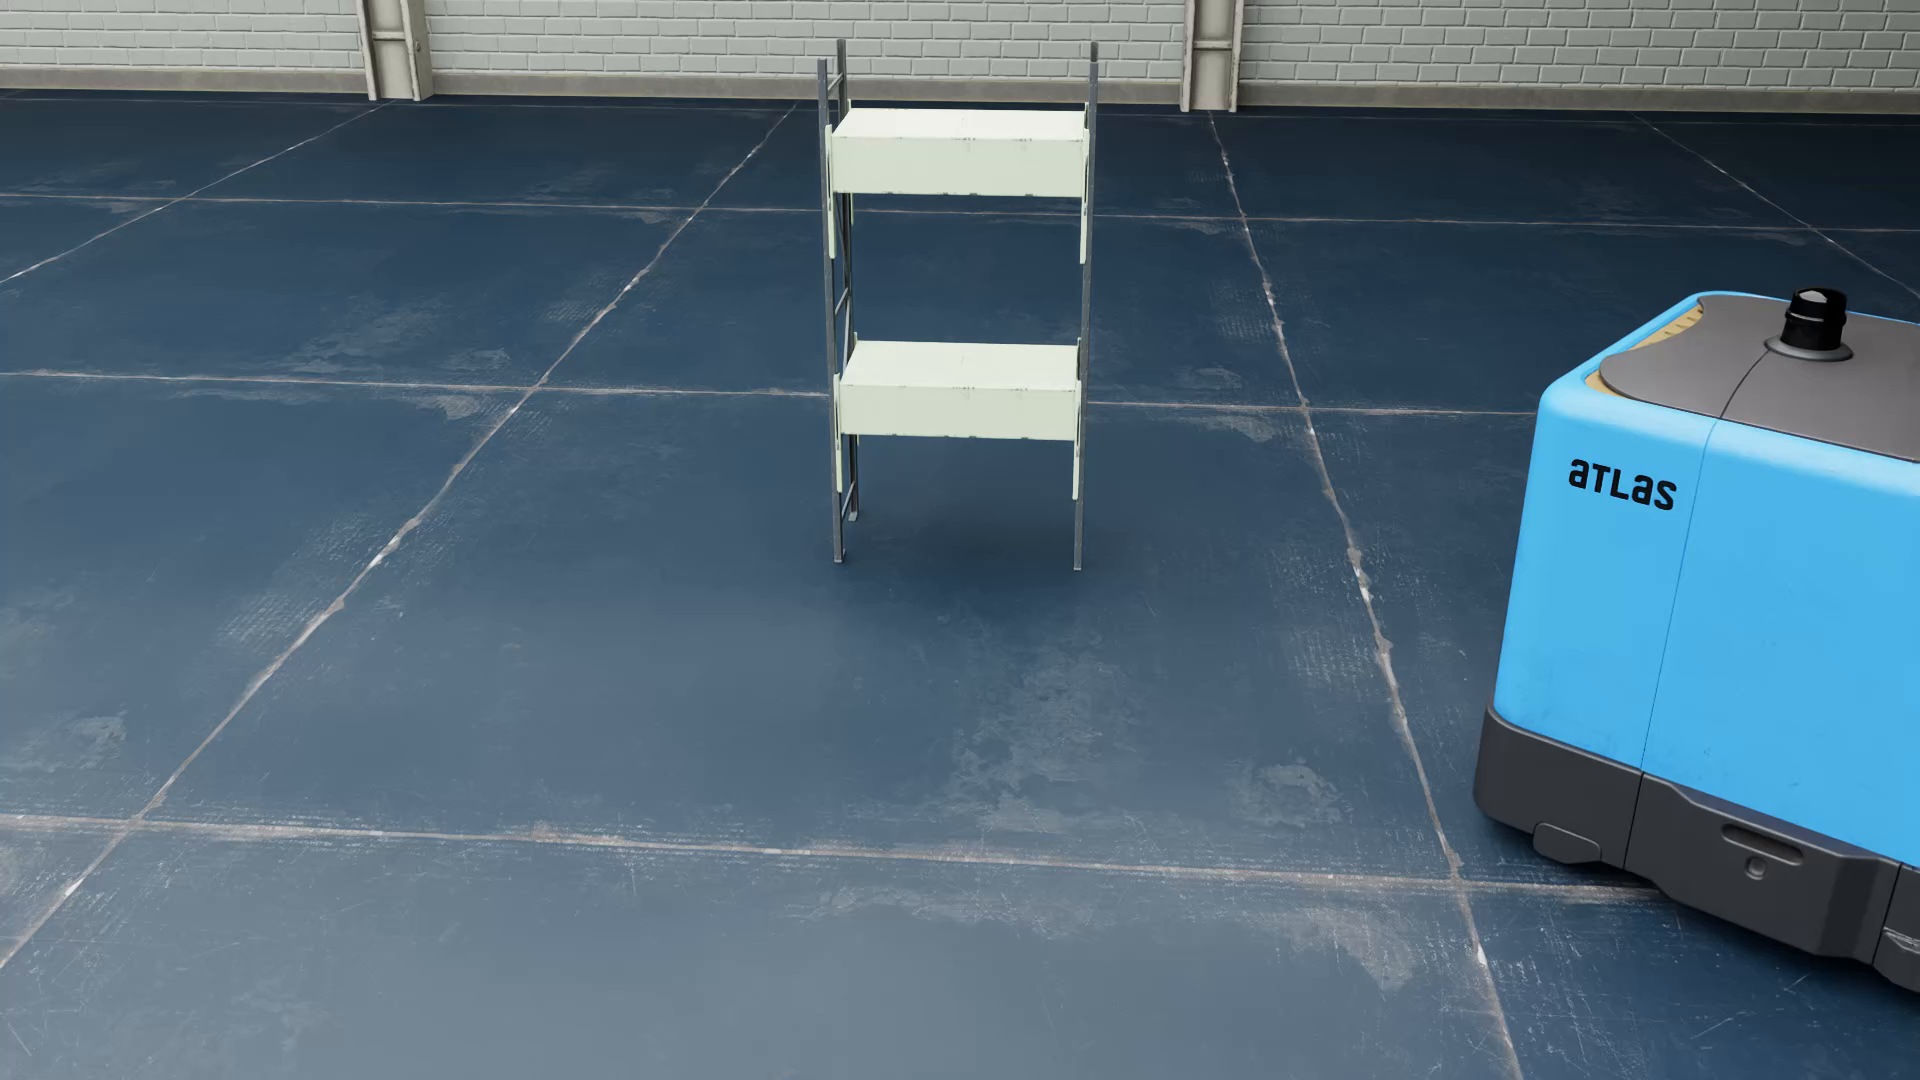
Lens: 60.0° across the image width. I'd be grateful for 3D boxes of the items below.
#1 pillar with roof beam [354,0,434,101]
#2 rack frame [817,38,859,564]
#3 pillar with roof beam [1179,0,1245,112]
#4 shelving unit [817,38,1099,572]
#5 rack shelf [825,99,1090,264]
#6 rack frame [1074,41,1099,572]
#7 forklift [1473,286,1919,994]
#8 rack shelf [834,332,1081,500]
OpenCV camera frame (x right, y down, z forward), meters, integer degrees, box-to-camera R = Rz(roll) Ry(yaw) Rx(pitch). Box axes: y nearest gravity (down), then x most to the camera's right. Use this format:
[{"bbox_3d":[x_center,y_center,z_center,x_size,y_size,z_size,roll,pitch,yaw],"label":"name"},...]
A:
[{"bbox_3d":[-4.514,-5.622,6.702,0.400,9.000,9.100,2,25,4],"label":"pillar with roof beam"},{"bbox_3d":[-0.358,-0.693,4.961,0.023,1.500,0.400,2,25,4],"label":"rack frame"},{"bbox_3d":[1.468,-5.430,6.285,0.400,9.000,9.100,2,25,4],"label":"pillar with roof beam"},{"bbox_3d":[0.007,-0.681,4.936,0.755,1.500,0.431,2,25,4],"label":"shelving unit"},{"bbox_3d":[0.007,-1.036,4.773,0.720,0.370,0.431,2,25,4],"label":"rack shelf"},{"bbox_3d":[0.372,-0.669,4.911,0.023,1.500,0.400,2,25,4],"label":"rack frame"},{"bbox_3d":[2.620,-0.422,2.661,3.031,2.935,1.130,20,31,36],"label":"forklift"},{"bbox_3d":[0.007,-0.385,5.072,0.720,0.370,0.431,2,25,4],"label":"rack shelf"}]
